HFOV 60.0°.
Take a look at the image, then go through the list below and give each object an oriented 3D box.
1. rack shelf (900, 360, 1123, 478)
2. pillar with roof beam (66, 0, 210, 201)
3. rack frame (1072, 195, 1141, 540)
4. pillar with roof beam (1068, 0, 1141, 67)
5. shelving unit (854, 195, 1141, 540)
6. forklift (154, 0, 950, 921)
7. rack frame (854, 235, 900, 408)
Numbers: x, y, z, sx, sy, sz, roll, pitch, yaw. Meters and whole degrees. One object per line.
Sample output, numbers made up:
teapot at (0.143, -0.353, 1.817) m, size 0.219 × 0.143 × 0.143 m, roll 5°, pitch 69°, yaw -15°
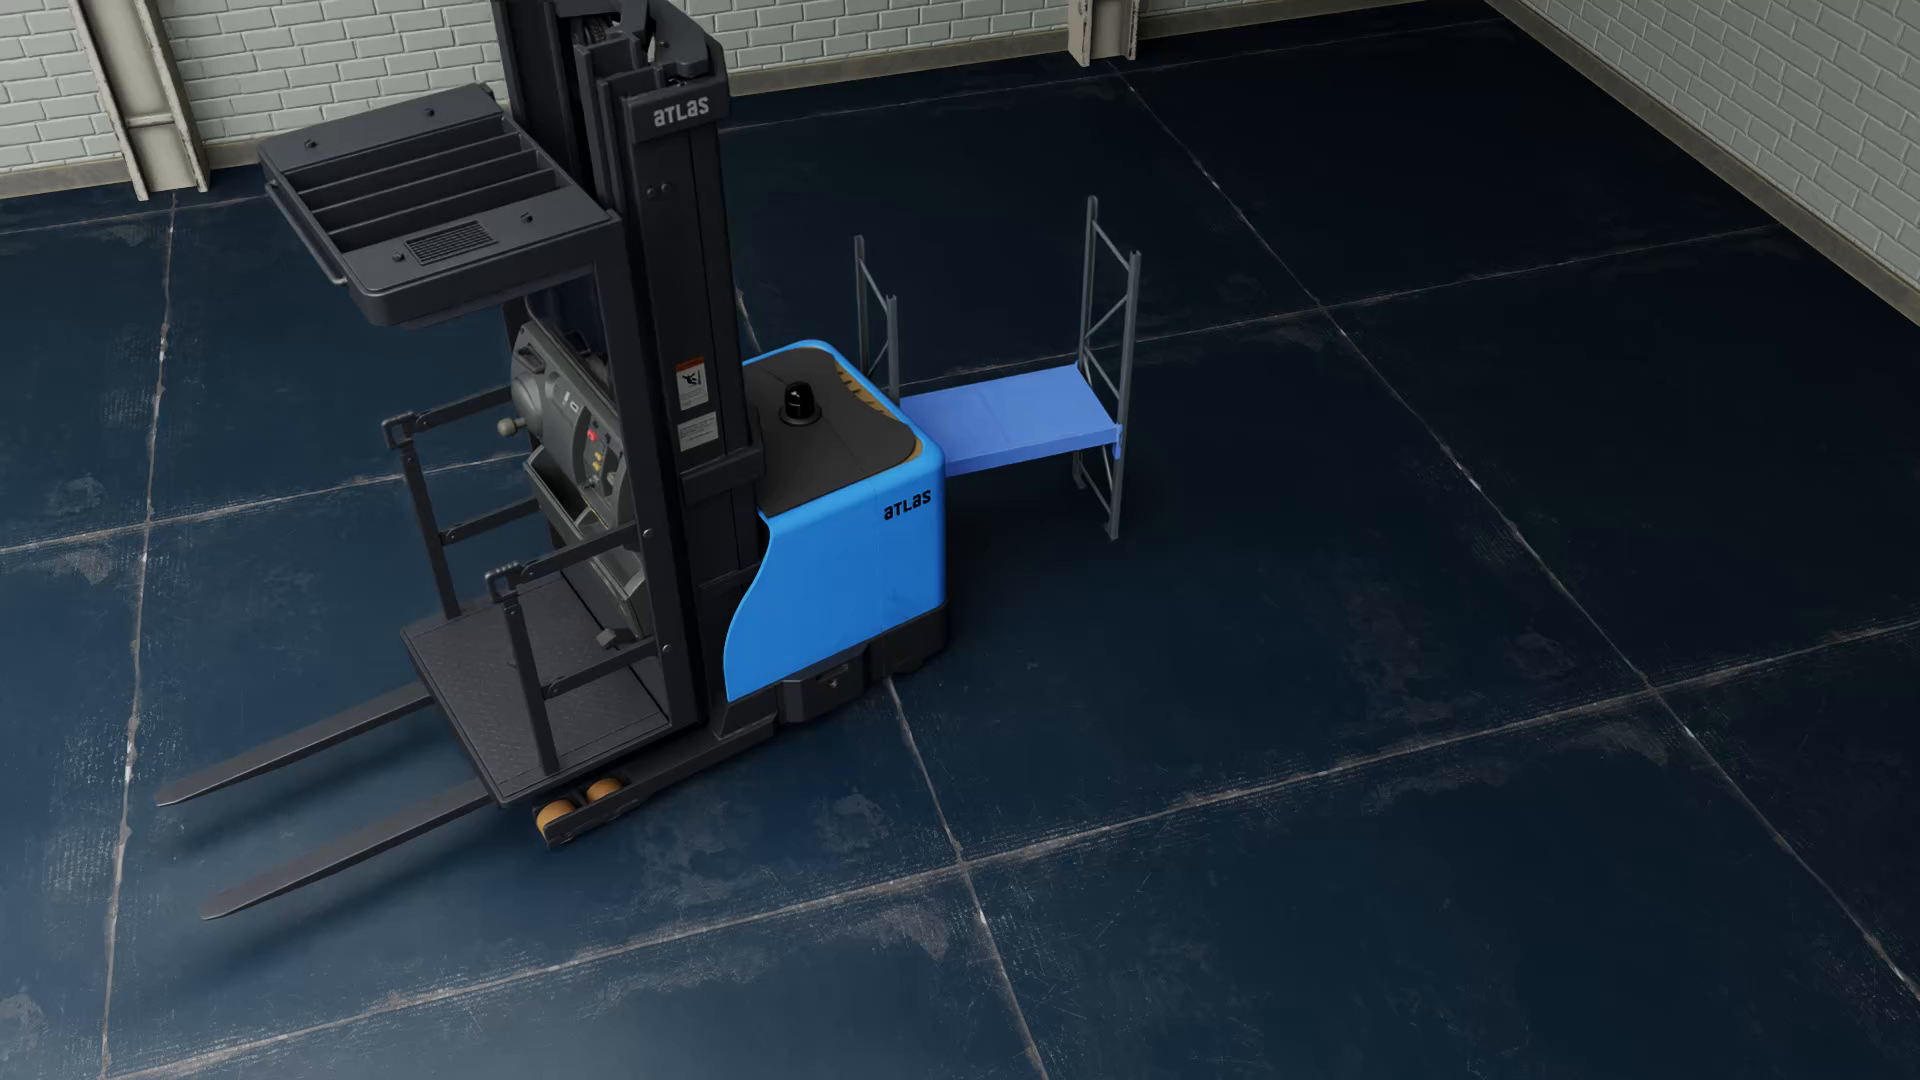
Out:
rack shelf at (0.147, -0.482, 7.284) m, size 1.000 × 0.185 × 0.538 m, roll -12°, pitch 43°, yaw -14°
pillar with roof beam at (-3.459, -2.844, 4.016) m, size 0.400 × 9.000 × 9.100 m, roll -12°, pitch 42°, yaw -13°
rack frame at (0.629, -0.723, 7.287) m, size 0.032 × 1.500 × 0.500 m, roll -12°, pitch 43°, yaw -14°
pillar with roof beam at (2.264, -4.030, 5.373) m, size 0.400 × 9.000 × 9.100 m, roll -12°, pitch 42°, yaw -13°
shelving unit at (0.147, -0.617, 7.166) m, size 1.048 × 1.500 × 0.538 m, roll -12°, pitch 43°, yaw -14°
forklift at (-1.551, -0.356, 5.779) m, size 3.031 × 2.935 × 1.130 m, roll -24°, pitch 46°, yaw -25°
rack frame at (-0.335, -0.511, 7.045) m, size 0.032 × 1.500 × 0.500 m, roll -12°, pitch 43°, yaw -14°
